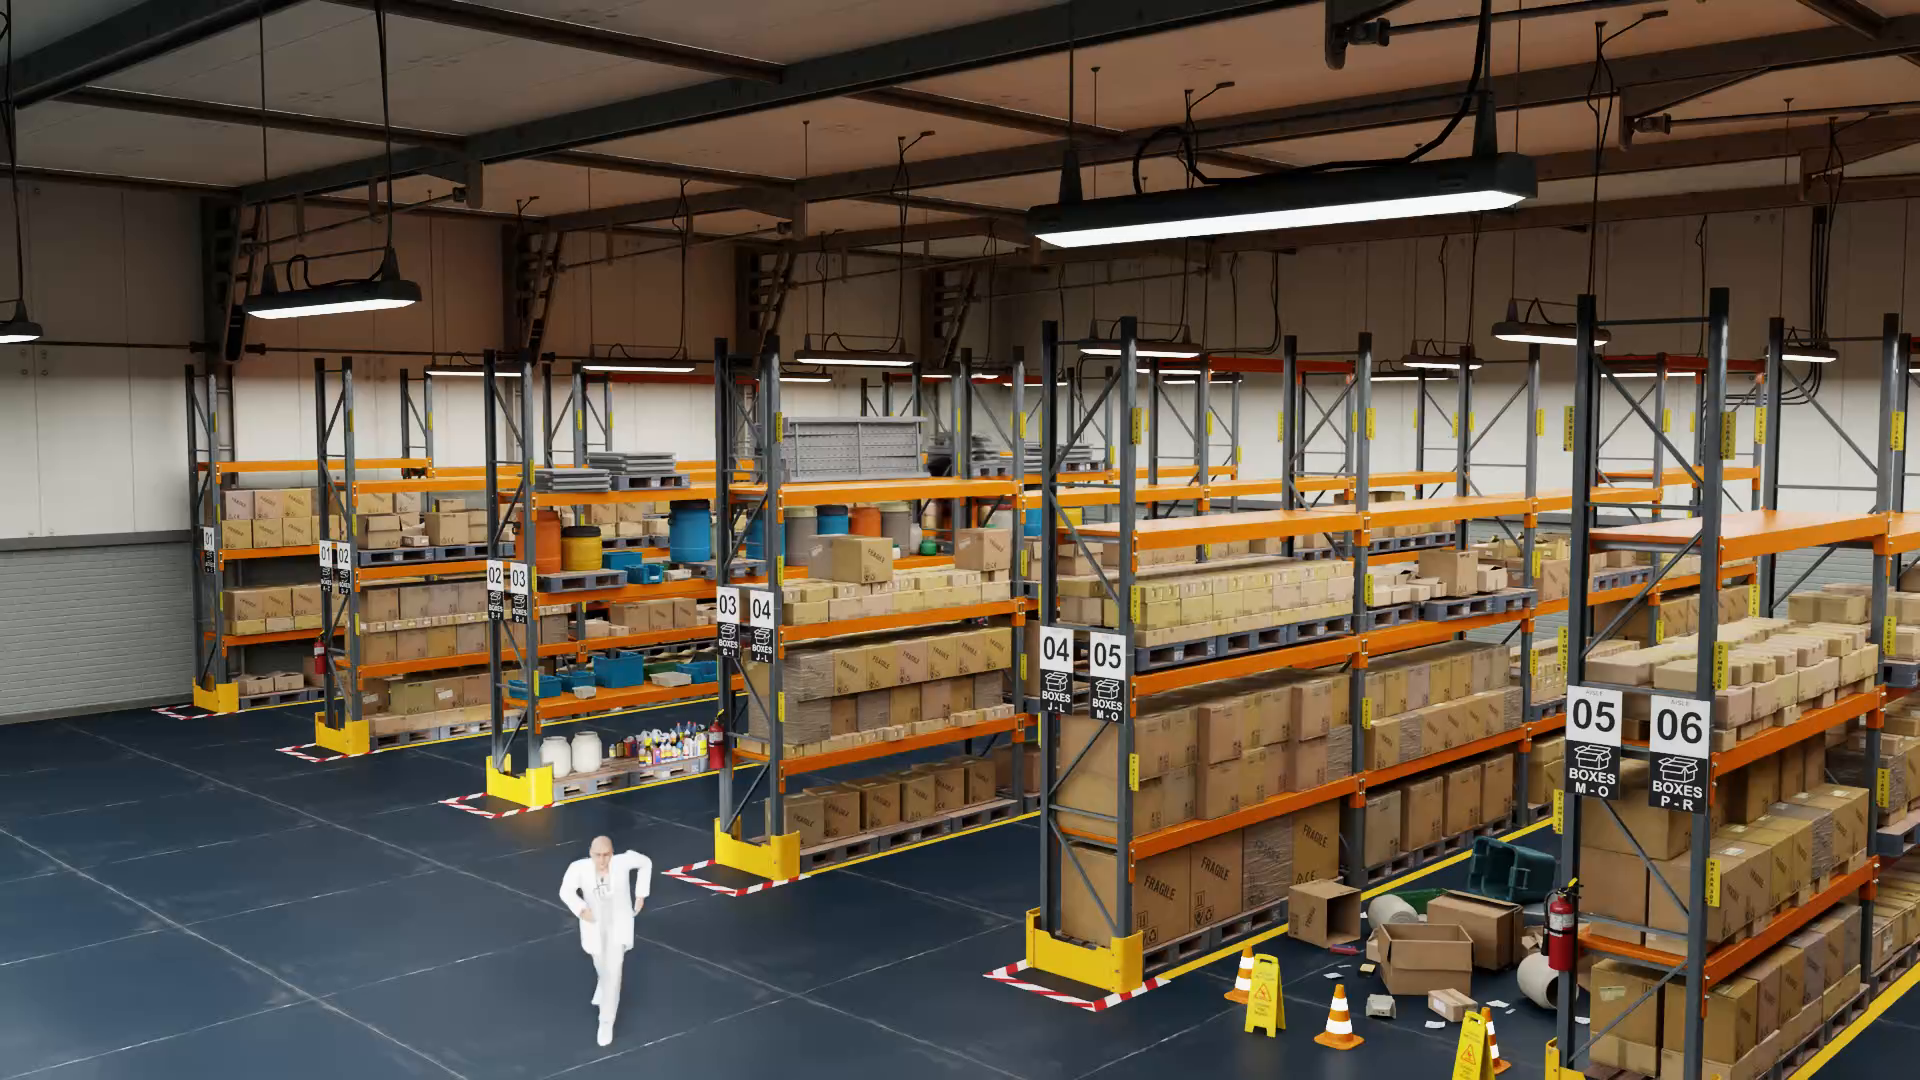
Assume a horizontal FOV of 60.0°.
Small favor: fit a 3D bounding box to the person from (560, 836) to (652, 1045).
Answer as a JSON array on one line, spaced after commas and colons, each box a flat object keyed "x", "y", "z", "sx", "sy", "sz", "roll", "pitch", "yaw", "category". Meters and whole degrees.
[{"x": -2.984, "y": 3.267, "z": 14.059, "sx": 0.754, "sy": 1.745, "sz": 1.060, "roll": -1, "pitch": 4, "yaw": -11, "category": "person"}]
